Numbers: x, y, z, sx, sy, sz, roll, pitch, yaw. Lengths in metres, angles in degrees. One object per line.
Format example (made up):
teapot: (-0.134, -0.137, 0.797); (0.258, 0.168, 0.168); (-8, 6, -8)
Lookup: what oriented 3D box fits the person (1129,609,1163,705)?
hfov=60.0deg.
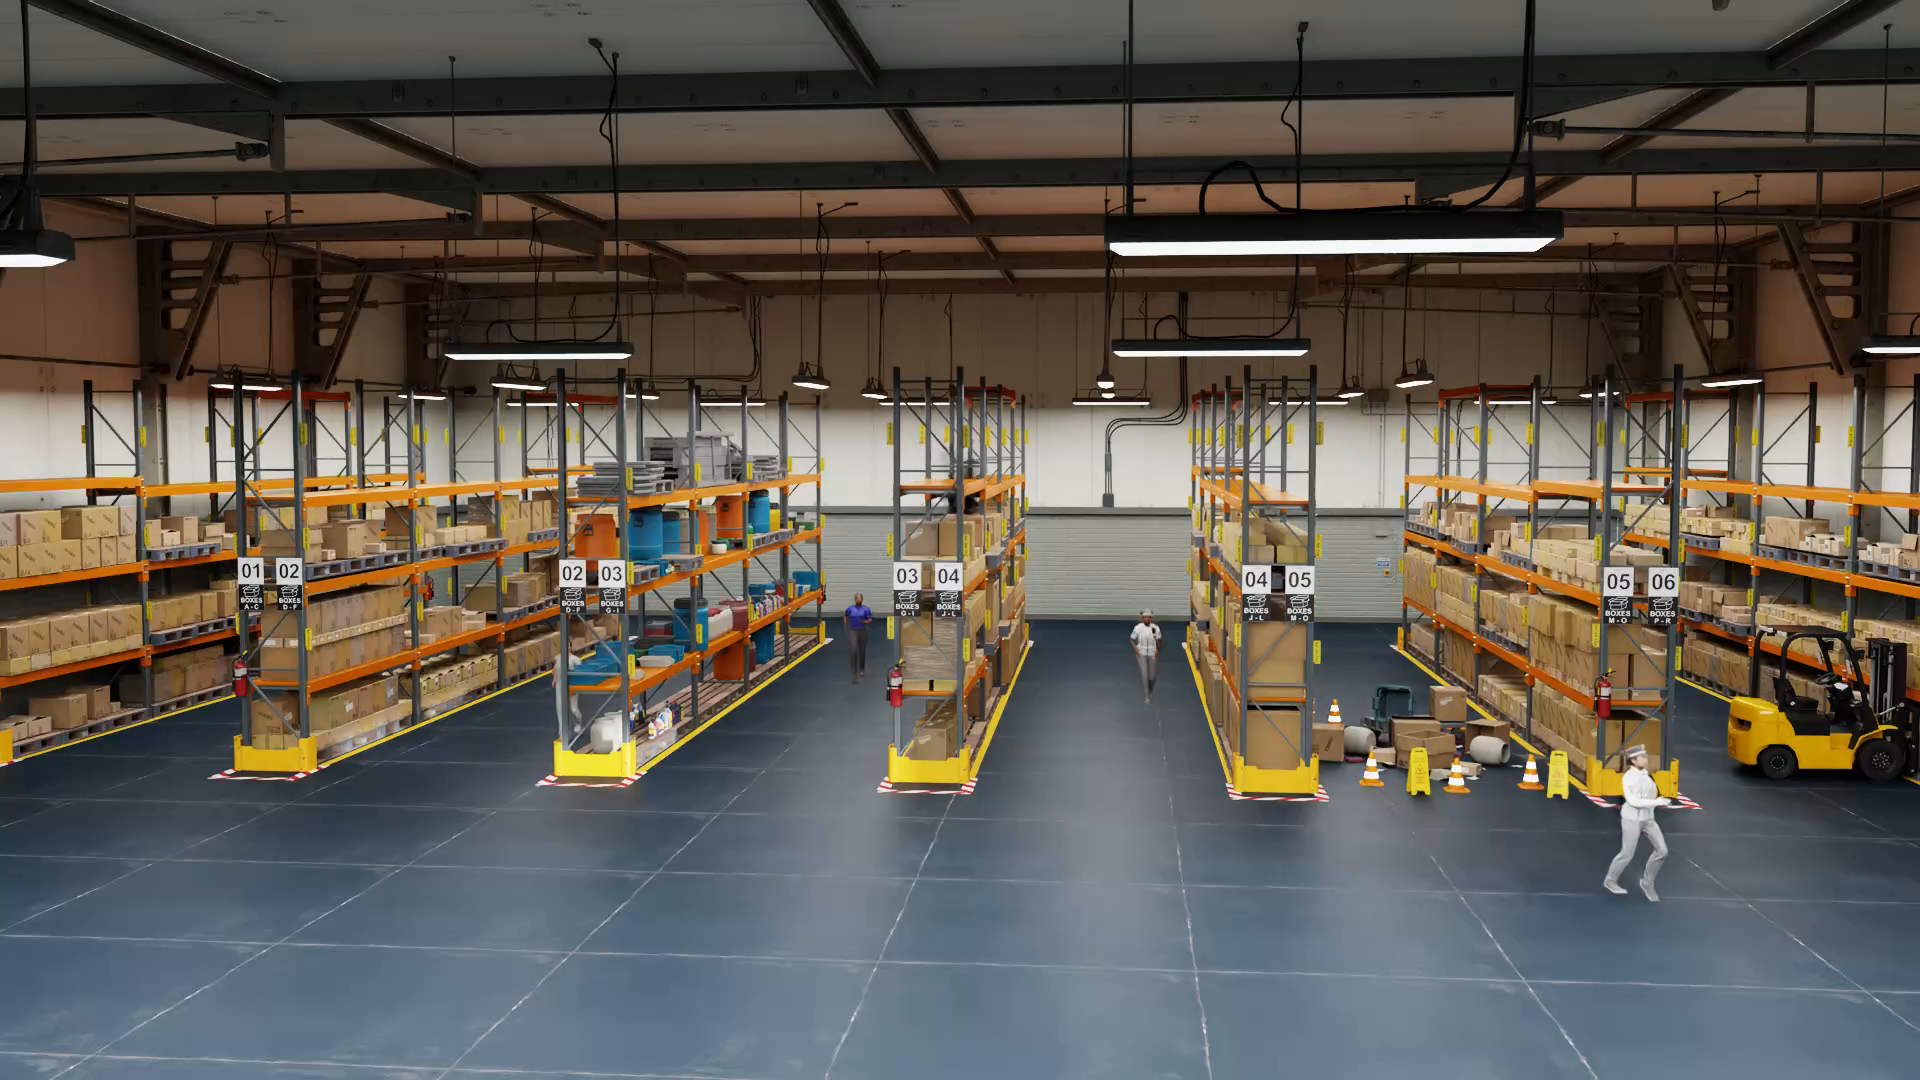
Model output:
person: (3.298, 2.048, 29.449); (0.587, 1.686, 0.549); (0, 4, 1)

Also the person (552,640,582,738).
person: (-6.454, 2.445, 27.347); (0.565, 1.652, 0.947); (0, 4, 4)

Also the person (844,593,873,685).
person: (-1.970, 1.895, 32.199); (0.550, 1.733, 0.737); (0, 4, -6)

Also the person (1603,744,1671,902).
person: (7.319, 3.050, 17.918); (0.595, 1.744, 0.715); (-3, 4, -37)
